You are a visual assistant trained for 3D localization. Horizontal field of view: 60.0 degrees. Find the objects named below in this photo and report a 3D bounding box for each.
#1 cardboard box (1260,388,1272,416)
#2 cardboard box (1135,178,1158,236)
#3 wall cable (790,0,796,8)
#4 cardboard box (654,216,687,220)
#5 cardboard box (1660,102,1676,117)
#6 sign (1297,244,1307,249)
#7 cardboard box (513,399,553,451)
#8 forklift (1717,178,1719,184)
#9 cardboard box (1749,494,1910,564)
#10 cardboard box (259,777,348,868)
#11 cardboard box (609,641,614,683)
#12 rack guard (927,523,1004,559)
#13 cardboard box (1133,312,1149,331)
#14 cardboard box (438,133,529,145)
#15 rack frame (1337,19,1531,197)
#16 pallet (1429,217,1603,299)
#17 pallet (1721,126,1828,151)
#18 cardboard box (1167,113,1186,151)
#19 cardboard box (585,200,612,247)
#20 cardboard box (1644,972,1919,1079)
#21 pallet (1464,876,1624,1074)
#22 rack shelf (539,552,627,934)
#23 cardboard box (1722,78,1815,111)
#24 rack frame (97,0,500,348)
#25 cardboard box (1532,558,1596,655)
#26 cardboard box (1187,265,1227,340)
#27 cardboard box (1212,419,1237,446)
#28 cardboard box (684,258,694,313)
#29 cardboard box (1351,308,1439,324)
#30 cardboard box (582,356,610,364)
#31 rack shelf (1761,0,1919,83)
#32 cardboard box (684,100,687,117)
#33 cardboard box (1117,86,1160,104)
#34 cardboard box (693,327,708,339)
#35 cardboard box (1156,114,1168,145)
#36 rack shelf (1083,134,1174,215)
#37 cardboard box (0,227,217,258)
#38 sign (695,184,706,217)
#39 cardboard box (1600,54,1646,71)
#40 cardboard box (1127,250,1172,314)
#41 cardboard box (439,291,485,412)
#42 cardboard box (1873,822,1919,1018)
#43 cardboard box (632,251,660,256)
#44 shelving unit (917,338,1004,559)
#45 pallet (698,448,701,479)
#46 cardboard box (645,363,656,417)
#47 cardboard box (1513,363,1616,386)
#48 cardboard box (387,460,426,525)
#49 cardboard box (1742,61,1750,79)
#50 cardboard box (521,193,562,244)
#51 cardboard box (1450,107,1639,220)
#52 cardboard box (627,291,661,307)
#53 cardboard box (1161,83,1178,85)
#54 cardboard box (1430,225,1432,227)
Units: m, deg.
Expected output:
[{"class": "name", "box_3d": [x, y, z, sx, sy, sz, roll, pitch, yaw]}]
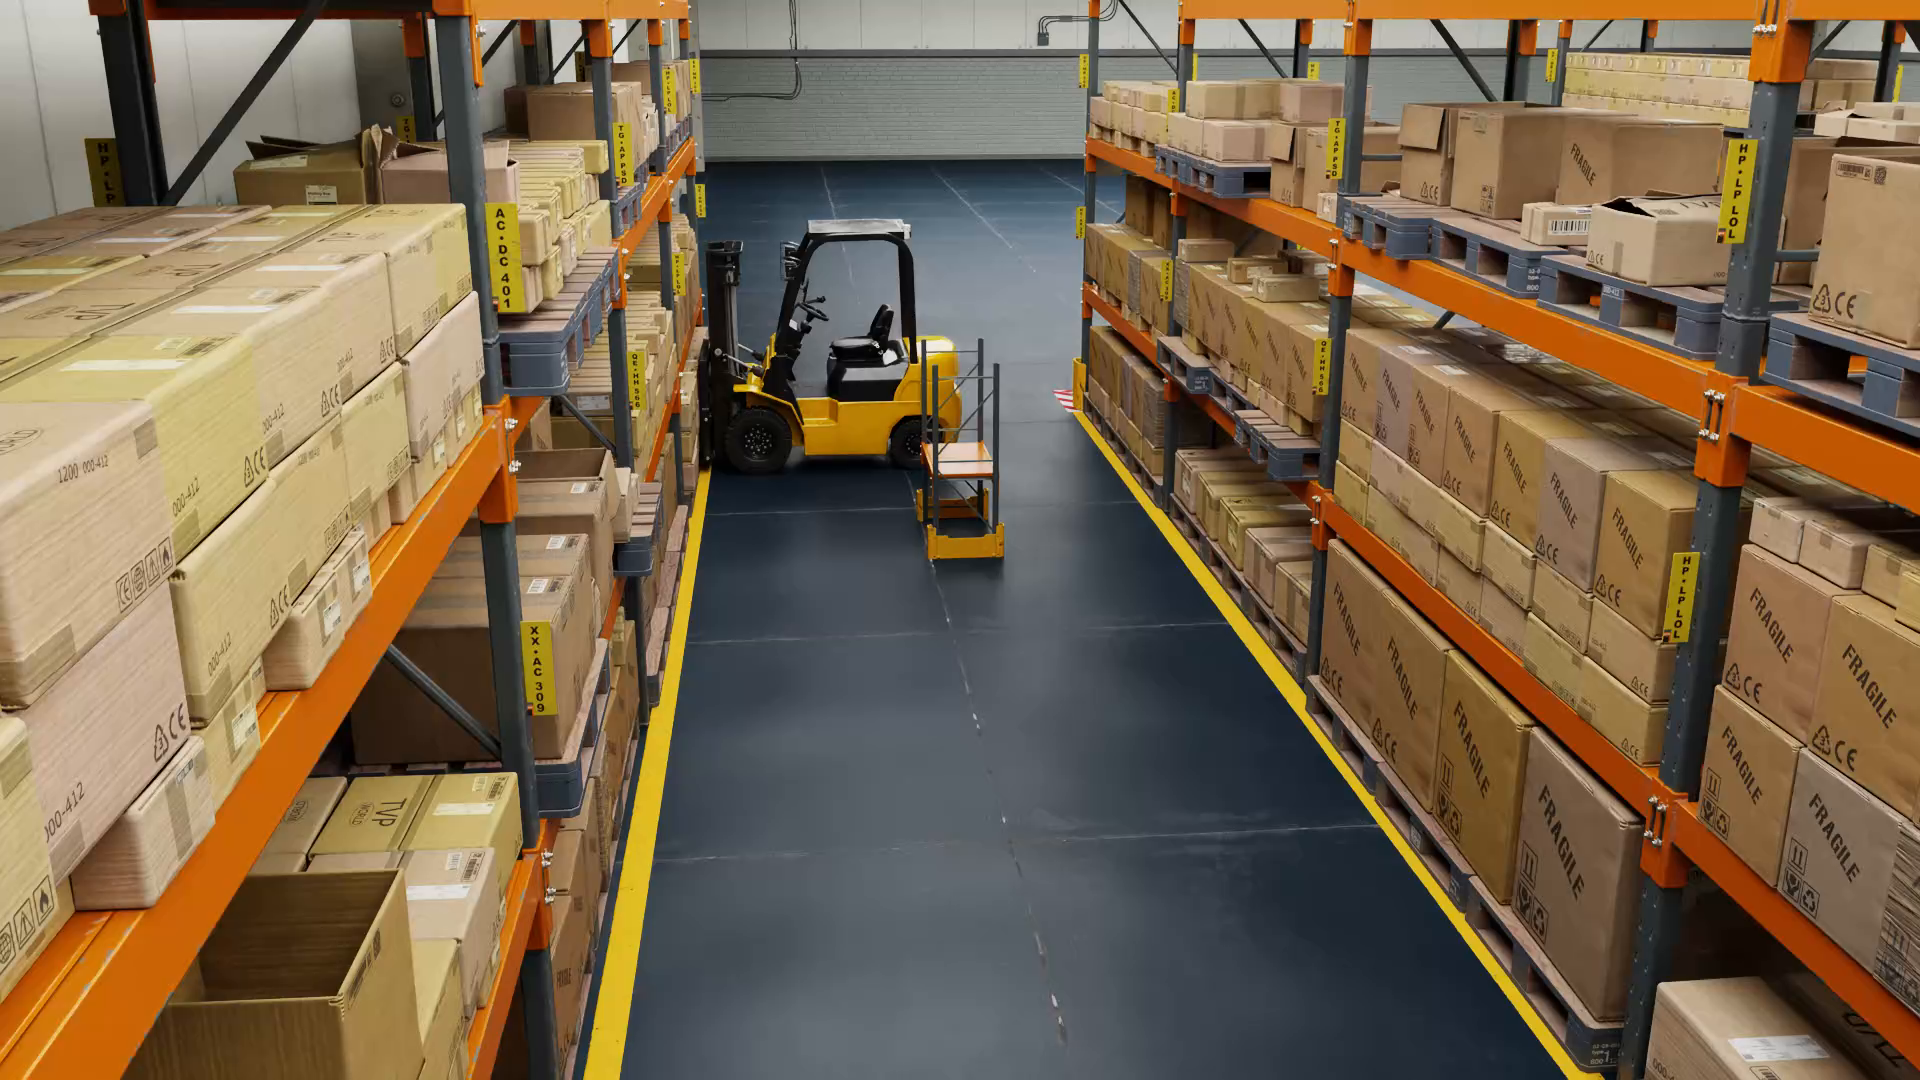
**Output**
[{"class": "cardboard box", "box_3d": [2.159, -0.895, 10.737, 0.380, 0.149, 0.250, -3, 18, -8]}, {"class": "cardboard box", "box_3d": [2.104, -3.251, 16.191, 0.700, 0.500, 0.500, -2, 18, -5]}, {"class": "wall cable", "box_3d": [-3.364, -16.221, 46.575, 3.097, 2.526, 0.112, -2, 18, -6]}, {"class": "cardboard box", "box_3d": [-2.844, -3.052, 16.146, 0.380, 0.149, 0.250, -2, 18, -6]}, {"class": "cardboard box", "box_3d": [6.627, -3.909, 15.165, 0.380, 0.149, 0.250, -2, 18, -6]}, {"class": "sign", "box_3d": [2.754, -2.259, 13.433, 0.100, 0.325, 0.005, -2, 18, -6]}, {"class": "cardboard box", "box_3d": [-2.424, -0.433, 8.679, 0.500, 0.500, 0.500, -1, 17, -3]}, {"class": "forklift", "box_3d": [4.887, -1.165, 11.993, 1.130, 2.935, 3.031, 0, 17, 2]}, {"class": "cardboard box", "box_3d": [2.802, -0.038, 5.370, 0.380, 0.149, 0.250, -2, 18, -6]}, {"class": "cardboard box", "box_3d": [-2.127, 0.935, 4.946, 0.500, 0.250, 0.500, -2, 18, -6]}, {"class": "cardboard box", "box_3d": [-1.977, 0.640, 8.521, 0.380, 0.149, 0.250, -2, 18, -7]}, {"class": "rack guard", "box_3d": [0.044, 0.006, 12.739, 0.587, 0.250, 0.087, -2, 18, -6]}, {"class": "cardboard box", "box_3d": [1.758, -1.958, 14.825, 0.380, 0.149, 0.250, -2, 18, -6]}, {"class": "cardboard box", "box_3d": [-2.652, -2.158, 9.418, 0.500, 0.250, 0.500, -2, 18, -6]}, {"class": "rack frame", "box_3d": [2.615, -3.359, 8.854, 1.000, 3.000, 0.127, -2, 18, -6]}, {"class": "pallet", "box_3d": [2.852, -1.315, 7.665, 1.003, 0.211, 1.213, -1, 17, -3]}, {"class": "pallet", "box_3d": [7.041, -3.505, 14.473, 1.003, 0.211, 1.213, -2, 18, -6]}, {"class": "cardboard box", "box_3d": [1.864, -3.062, 12.465, 0.500, 0.250, 0.500, -2, 18, -7]}, {"class": "cardboard box", "box_3d": [-2.028, -1.557, 8.371, 0.500, 0.250, 0.500, -2, 18, -7]}, {"class": "cardboard box", "box_3d": [2.985, 1.907, 5.671, 0.875, 0.438, 0.875, -2, 18, -6]}, {"class": "pallet", "box_3d": [2.873, 1.797, 7.099, 1.003, 0.211, 1.213, -2, 18, -6]}, {"class": "rack shelf", "box_3d": [-2.116, 0.596, 7.470, 1.077, 0.370, 4.000, -2, 18, -6]}, {"class": "cardboard box", "box_3d": [6.809, -3.760, 14.024, 0.500, 0.250, 0.500, -2, 18, -6]}, {"class": "rack frame", "box_3d": [-1.909, -2.013, 4.566, 1.000, 3.000, 0.127, -2, 18, -6]}, {"class": "cardboard box", "box_3d": [2.681, 0.255, 6.772, 0.500, 0.250, 0.500, -1, 17, -4]}, {"class": "cardboard box", "box_3d": [2.018, -1.781, 12.478, 0.500, 0.500, 0.500, -2, 18, -5]}, {"class": "cardboard box", "box_3d": [2.410, -1.119, 14.372, 0.500, 0.500, 0.500, -1, 17, -3]}, {"class": "cardboard box", "box_3d": [-2.738, -2.328, 15.417, 0.500, 0.500, 0.500, -2, 18, -7]}, {"class": "cardboard box", "box_3d": [2.738, -1.183, 10.574, 0.500, 0.500, 0.500, -1, 17, -3]}, {"class": "cardboard box", "box_3d": [-2.182, -1.037, 10.221, 0.380, 0.149, 0.250, -2, 17, -5]}, {"class": "rack shelf", "box_3d": [3.234, -1.038, 3.328, 1.077, 0.370, 4.000, -2, 18, -6]}, {"class": "cardboard box", "box_3d": [-2.760, -4.048, 15.607, 0.380, 0.149, 0.250, -2, 18, -7]}, {"class": "cardboard box", "box_3d": [1.648, -4.081, 15.248, 0.380, 0.149, 0.250, -1, 17, -4]}, {"class": "cardboard box", "box_3d": [-2.789, -1.964, 16.646, 0.500, 0.250, 0.500, -1, 17, -4]}, {"class": "cardboard box", "box_3d": [1.889, -3.314, 13.471, 0.500, 0.250, 0.500, -2, 18, -6]}, {"class": "rack shelf", "box_3d": [1.996, -3.373, 15.105, 1.077, 0.370, 4.000, -2, 18, -6]}, {"class": "cardboard box", "box_3d": [-2.072, -0.581, 3.930, 0.500, 0.250, 0.500, -2, 18, -7]}, {"class": "sign", "box_3d": [-2.606, -3.404, 16.684, 0.100, 0.325, 0.005, -2, 18, -6]}, {"class": "cardboard box", "box_3d": [6.498, -4.668, 16.250, 0.380, 0.149, 0.250, -2, 17, -5]}, {"class": "cardboard box", "box_3d": [1.791, -2.311, 14.866, 0.500, 0.500, 0.500, -1, 17, -4]}, {"class": "cardboard box", "box_3d": [-1.611, -0.516, 4.560, 0.500, 0.250, 0.500, -2, 18, -5]}, {"class": "cardboard box", "box_3d": [2.908, 1.093, 4.520, 0.500, 0.500, 0.500, -2, 18, -5]}, {"class": "cardboard box", "box_3d": [-2.624, -2.288, 13.712, 0.380, 0.149, 0.250, -2, 18, -7]}, {"class": "shelving unit", "box_3d": [-0.008, -0.738, 13.025, 0.587, 1.500, 1.083, -2, 18, -6]}, {"class": "pallet", "box_3d": [-2.904, -0.807, 15.394, 1.003, 0.211, 1.213, -2, 18, -6]}, {"class": "cardboard box", "box_3d": [-2.211, -0.955, 10.627, 0.500, 0.250, 0.500, -2, 18, -7]}, {"class": "cardboard box", "box_3d": [3.034, -0.575, 8.165, 0.500, 0.500, 0.500, -2, 18, -6]}, {"class": "cardboard box", "box_3d": [-1.516, -0.138, 4.019, 0.380, 0.149, 0.250, -2, 18, -6]}, {"class": "cardboard box", "box_3d": [6.761, -3.911, 13.838, 0.380, 0.149, 0.250, -2, 18, -6]}, {"class": "cardboard box", "box_3d": [-1.586, -1.109, 5.748, 0.380, 0.149, 0.250, -2, 18, -7]}, {"class": "cardboard box", "box_3d": [2.906, -1.887, 8.305, 0.700, 0.500, 0.500, -3, 18, -8]}, {"class": "cardboard box", "box_3d": [-2.479, -1.797, 12.642, 0.380, 0.149, 0.250, -1, 17, -4]}, {"class": "cardboard box", "box_3d": [2.151, -4.327, 16.033, 0.380, 0.149, 0.250, -2, 18, -6]}, {"class": "cardboard box", "box_3d": [2.751, -1.907, 9.657, 0.380, 0.149, 0.250, -2, 18, -6]}]
